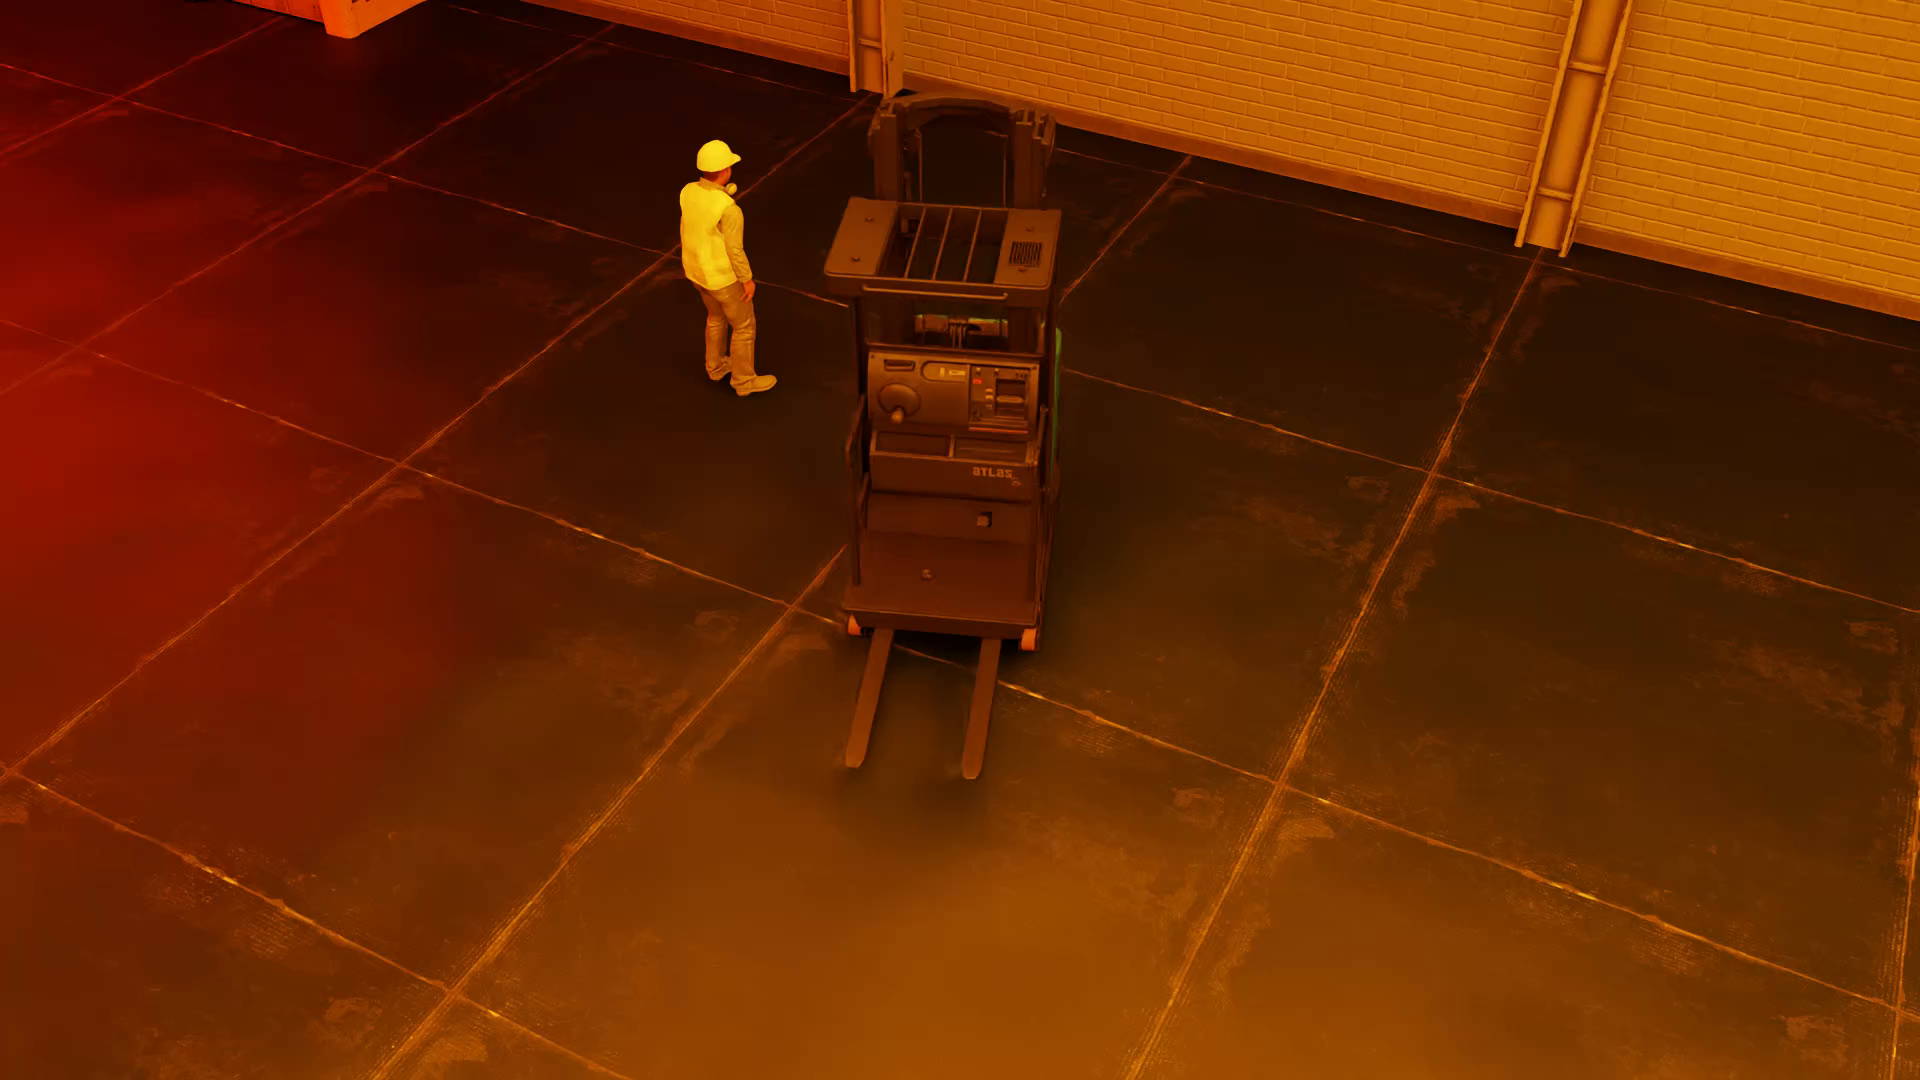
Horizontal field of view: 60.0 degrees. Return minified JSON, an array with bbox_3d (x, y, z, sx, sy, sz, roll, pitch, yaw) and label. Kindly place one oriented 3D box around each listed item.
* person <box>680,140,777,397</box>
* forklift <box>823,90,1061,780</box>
[{"bbox_3d":[-1.584,-1.794,11.022,0.580,1.766,0.467,32,50,32],"label":"person"},{"bbox_3d":[-0.063,-0.727,8.849,1.130,2.935,3.031,5,40,5],"label":"forklift"}]
